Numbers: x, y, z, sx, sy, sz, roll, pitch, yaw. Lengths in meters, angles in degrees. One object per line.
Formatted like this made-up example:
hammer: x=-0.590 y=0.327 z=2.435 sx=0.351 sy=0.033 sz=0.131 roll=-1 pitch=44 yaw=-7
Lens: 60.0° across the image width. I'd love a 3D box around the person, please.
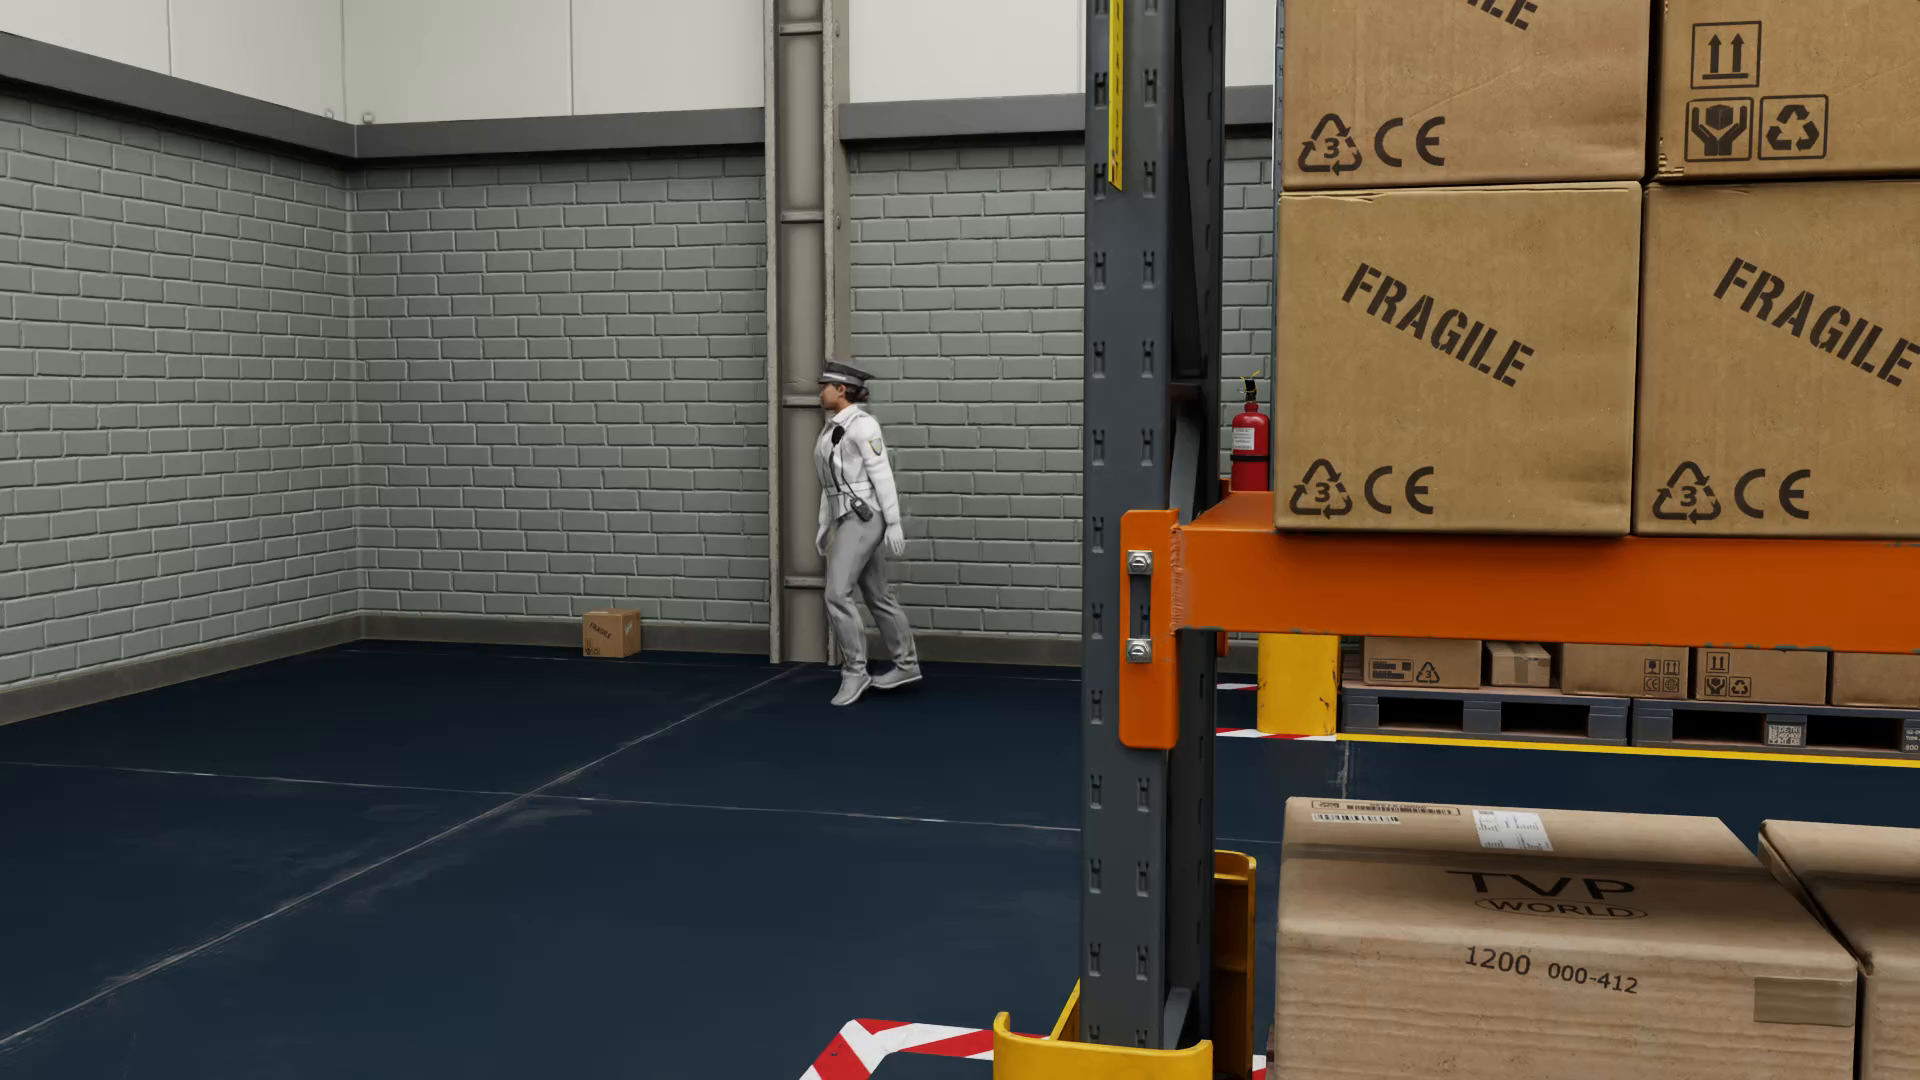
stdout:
person: x=-0.457 y=-0.048 z=8.343 sx=0.528 sy=1.723 sz=0.529 roll=-2 pitch=5 yaw=-17
